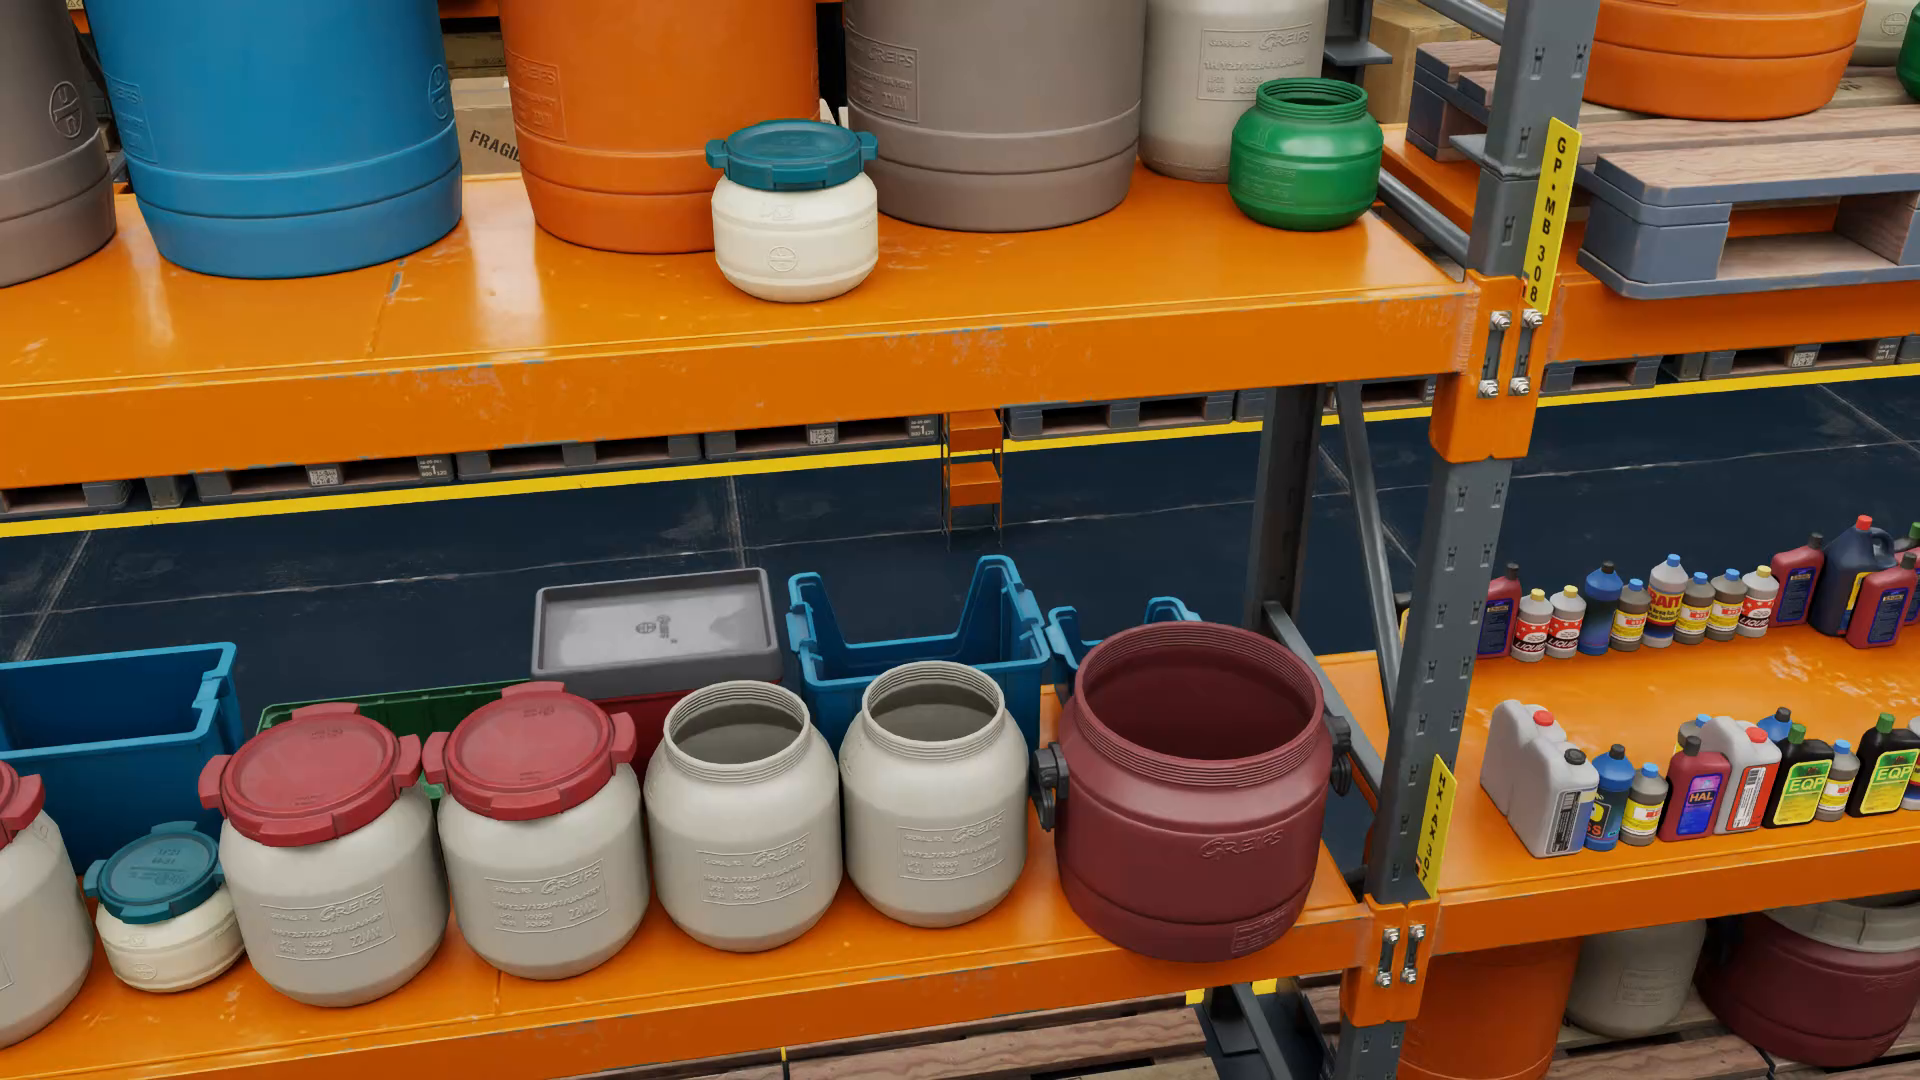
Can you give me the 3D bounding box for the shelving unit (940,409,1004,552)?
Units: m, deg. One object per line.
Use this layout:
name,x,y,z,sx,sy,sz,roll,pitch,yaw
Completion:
shelving unit,0.053,-0.457,7.492,0.252,1.050,0.215,-5,31,-9

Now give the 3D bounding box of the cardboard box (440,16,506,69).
cardboard box,-3.650,-3.711,12.395,0.500,0.250,0.500,-6,31,-10

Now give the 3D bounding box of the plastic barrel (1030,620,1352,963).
plastic barrel,0.514,0.551,3.720,0.708,0.536,0.600,-5,31,-9

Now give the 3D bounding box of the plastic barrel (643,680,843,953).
plastic barrel,-0.472,0.606,3.649,0.421,0.512,0.421,0,30,0

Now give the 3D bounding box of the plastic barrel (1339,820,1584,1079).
plastic barrel,1.394,1.117,4.618,0.708,0.830,0.600,-5,31,-9

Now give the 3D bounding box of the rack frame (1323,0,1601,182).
rack frame,0.916,-2.170,2.563,0.127,3.000,1.000,-5,31,-9

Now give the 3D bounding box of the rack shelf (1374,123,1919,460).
rack shelf,2.883,-0.750,3.816,4.000,0.370,1.077,-5,31,-9

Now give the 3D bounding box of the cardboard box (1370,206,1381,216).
cardboard box,1.965,-1.795,9.135,0.500,0.250,0.500,-6,31,-10

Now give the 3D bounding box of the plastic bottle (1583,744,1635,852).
plastic bottle,1.519,0.596,3.904,0.097,0.271,0.097,0,30,0

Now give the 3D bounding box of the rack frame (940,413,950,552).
rack frame,-0.067,-0.446,7.473,0.008,1.050,0.200,-5,31,-9

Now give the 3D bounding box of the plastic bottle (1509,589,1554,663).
plastic bottle,1.581,0.229,4.597,0.097,0.201,0.097,0,30,0

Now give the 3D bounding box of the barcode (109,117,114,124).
barcode,-6.278,-3.113,12.353,0.075,0.075,0.001,-5,31,-9

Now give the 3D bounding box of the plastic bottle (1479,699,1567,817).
plastic bottle,1.372,0.515,4.037,0.135,0.276,0.152,-5,31,-9

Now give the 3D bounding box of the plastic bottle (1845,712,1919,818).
plastic bottle,2.222,0.535,3.996,0.133,0.283,0.061,-5,31,-9

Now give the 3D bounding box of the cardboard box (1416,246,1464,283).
cardboard box,2.547,-1.257,8.961,0.500,0.500,0.500,-5,31,-8

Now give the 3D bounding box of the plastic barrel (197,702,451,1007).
plastic barrel,-1.317,0.677,3.505,0.433,0.535,0.433,0,30,0

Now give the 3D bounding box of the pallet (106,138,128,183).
pallet,-6.660,-2.764,12.243,1.213,0.211,1.003,-5,31,-9

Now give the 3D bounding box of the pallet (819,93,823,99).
pallet,-1.638,-3.251,13.071,1.213,0.211,1.003,-5,31,-9

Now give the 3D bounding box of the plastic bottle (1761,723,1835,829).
plastic bottle,1.995,0.556,3.960,0.133,0.283,0.061,-5,31,-9

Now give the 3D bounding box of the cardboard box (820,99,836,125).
cardboard box,-0.887,-2.031,8.332,0.500,0.311,0.500,-6,31,-10

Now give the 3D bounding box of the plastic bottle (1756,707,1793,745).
plastic bottle,1.963,0.523,4.028,0.097,0.271,0.097,0,30,0

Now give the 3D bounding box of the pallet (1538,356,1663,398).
pallet,3.169,-1.124,9.454,1.213,0.211,1.003,-5,31,-9

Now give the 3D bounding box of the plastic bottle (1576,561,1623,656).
plastic bottle,1.772,0.181,4.609,0.097,0.271,0.097,0,30,0

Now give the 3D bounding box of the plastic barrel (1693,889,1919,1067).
plastic barrel,2.505,1.118,4.854,0.708,0.588,0.600,-5,31,-9

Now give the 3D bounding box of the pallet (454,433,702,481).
pallet,-1.987,-0.687,8.710,1.213,0.211,1.003,-5,31,-9

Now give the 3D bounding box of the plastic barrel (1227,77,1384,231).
plastic barrel,0.682,-0.762,3.281,0.294,0.245,0.294,0,30,0

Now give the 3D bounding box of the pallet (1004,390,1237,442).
pallet,0.768,-0.901,9.075,1.213,0.211,1.003,-5,31,-9

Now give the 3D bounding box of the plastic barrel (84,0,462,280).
plastic barrel,-1.271,-1.002,3.041,0.708,0.901,0.600,-5,31,-9

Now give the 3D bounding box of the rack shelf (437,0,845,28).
rack shelf,-2.836,-4.031,12.356,4.000,0.370,1.077,-5,31,-9

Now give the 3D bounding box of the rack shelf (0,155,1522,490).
rack shelf,-1.052,-0.385,3.195,4.000,0.370,1.077,-5,31,-9

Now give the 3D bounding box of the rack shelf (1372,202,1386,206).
rack shelf,1.995,-1.927,8.777,4.000,0.370,1.077,-5,31,-9

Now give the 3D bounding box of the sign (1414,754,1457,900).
sign,1.022,0.619,3.577,0.005,0.325,0.100,-5,31,-9

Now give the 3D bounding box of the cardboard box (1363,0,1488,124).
cardboard box,2.235,-2.451,8.447,0.500,0.500,0.700,-13,33,-21

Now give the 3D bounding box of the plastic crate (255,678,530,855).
plastic crate,-1.357,0.573,4.026,0.662,0.188,0.450,-5,31,-9

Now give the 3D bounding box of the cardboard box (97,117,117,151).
cardboard box,-6.380,-2.983,12.243,0.250,0.149,0.380,-8,31,-13

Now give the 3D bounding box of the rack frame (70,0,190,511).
rack frame,-3.907,-1.689,7.663,0.127,3.000,1.000,-5,31,-9

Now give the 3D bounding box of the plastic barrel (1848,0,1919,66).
plastic barrel,1.944,-1.170,3.543,0.301,0.262,0.301,0,30,0

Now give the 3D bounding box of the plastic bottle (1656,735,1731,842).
plastic bottle,1.731,0.580,3.919,0.133,0.283,0.061,-5,31,-9

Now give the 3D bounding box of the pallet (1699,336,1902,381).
pallet,4.638,-1.279,9.718,1.213,0.211,1.003,-5,31,-9

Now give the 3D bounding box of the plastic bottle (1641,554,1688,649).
plastic bottle,1.964,0.164,4.639,0.097,0.271,0.097,0,30,0

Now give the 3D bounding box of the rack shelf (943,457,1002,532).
rack shelf,0.053,-0.209,7.638,0.240,0.259,0.215,-5,31,-9

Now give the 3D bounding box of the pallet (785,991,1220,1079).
pallet,0.147,1.669,4.703,1.213,0.211,1.003,-5,31,-9

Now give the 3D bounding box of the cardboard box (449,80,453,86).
cardboard box,-2.631,-1.842,7.825,0.500,0.500,0.500,-3,31,-5

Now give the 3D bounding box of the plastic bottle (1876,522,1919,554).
plastic bottle,2.674,0.083,4.765,0.133,0.283,0.061,-5,31,-9

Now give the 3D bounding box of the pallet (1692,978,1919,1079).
pallet,2.881,1.415,5.135,1.213,0.211,1.003,-5,31,-9

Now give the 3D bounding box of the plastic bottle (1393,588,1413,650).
plastic bottle,1.237,0.216,4.538,0.133,0.283,0.061,-5,31,-9

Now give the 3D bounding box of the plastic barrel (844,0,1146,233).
plastic barrel,0.069,-1.127,3.253,0.600,0.901,0.600,0,30,0

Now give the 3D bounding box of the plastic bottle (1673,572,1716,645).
plastic bottle,2.059,0.185,4.672,0.097,0.201,0.097,0,30,0

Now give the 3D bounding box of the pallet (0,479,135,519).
pallet,-4.697,-0.435,8.282,1.213,0.211,1.003,-5,31,-9

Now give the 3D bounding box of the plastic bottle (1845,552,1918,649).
plastic bottle,2.569,0.167,4.622,0.133,0.283,0.061,-5,31,-9

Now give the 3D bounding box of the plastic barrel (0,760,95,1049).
plastic barrel,-2.038,0.744,3.391,0.433,0.535,0.433,0,30,0

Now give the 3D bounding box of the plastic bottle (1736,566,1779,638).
plastic bottle,2.251,0.167,4.703,0.097,0.201,0.097,0,30,0

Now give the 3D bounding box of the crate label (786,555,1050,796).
crate label,-0.110,0.356,4.150,0.616,0.435,0.502,-5,31,-9
